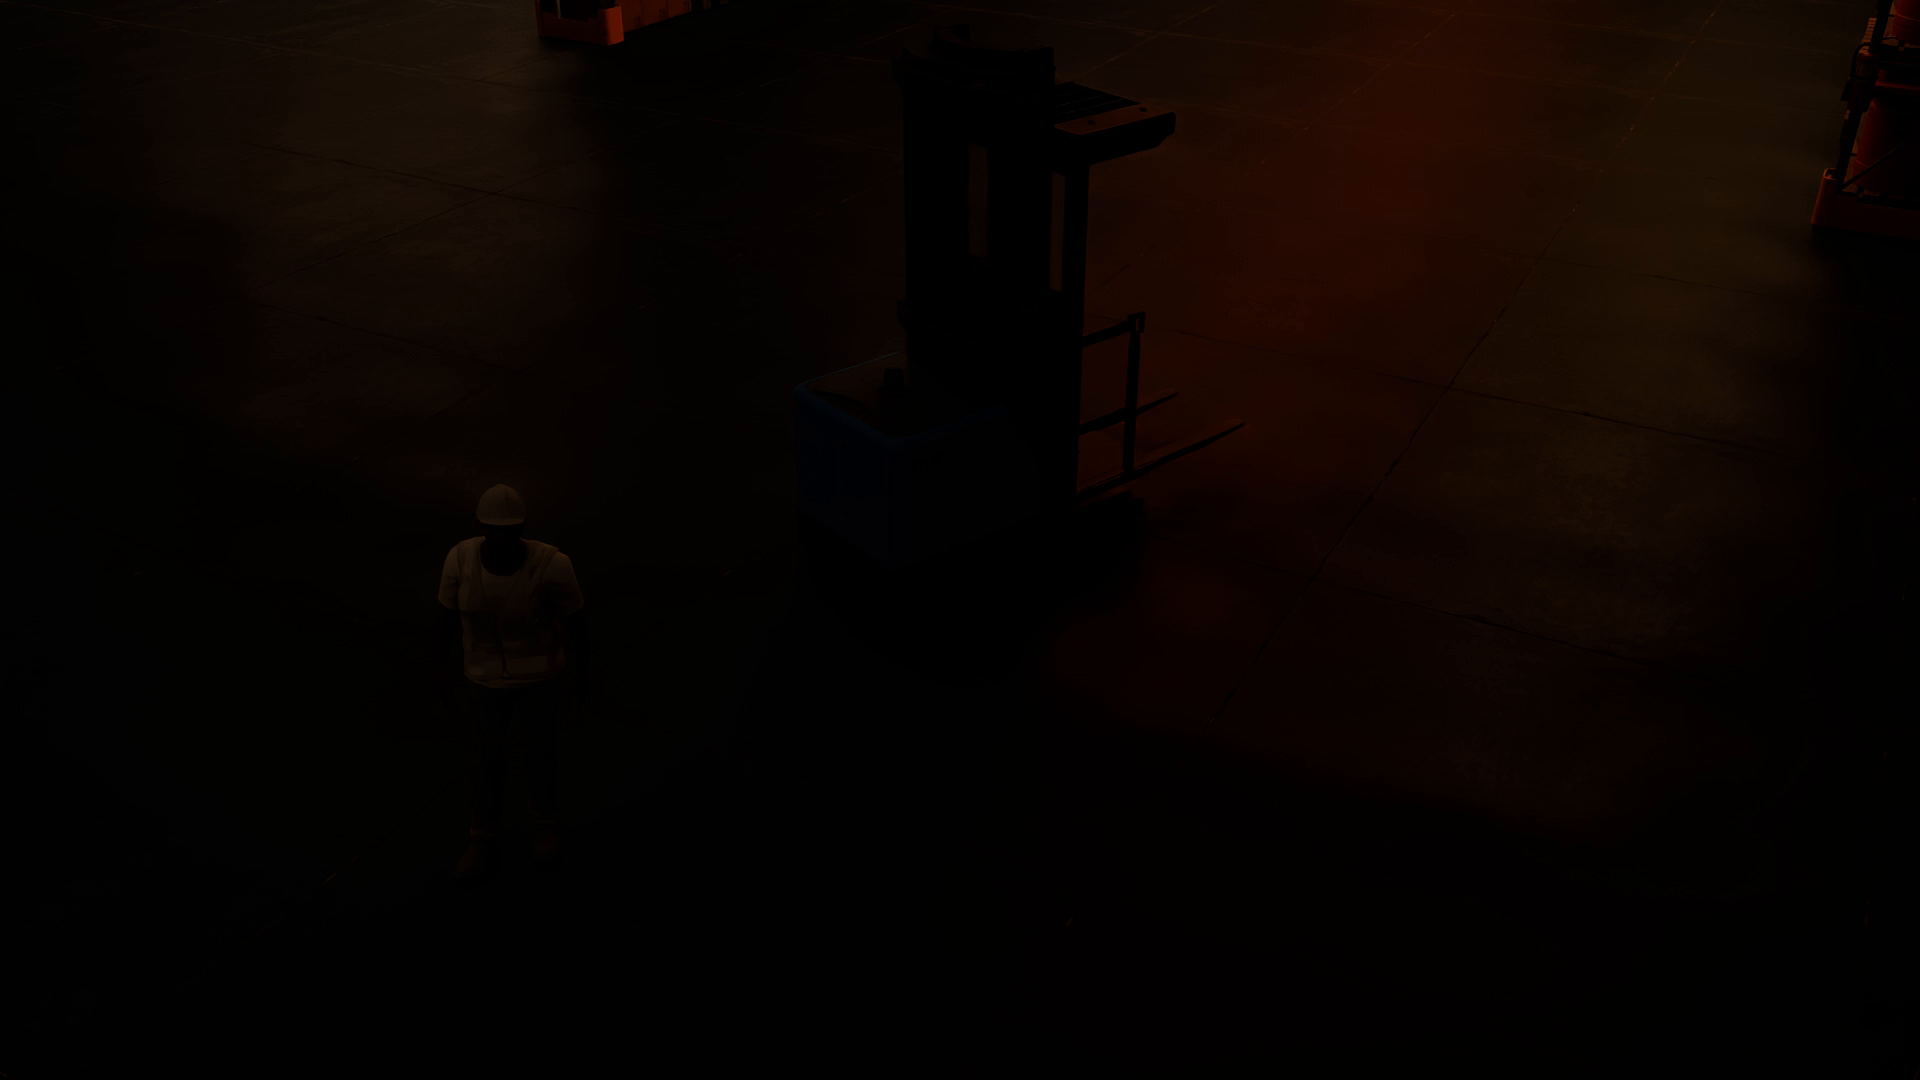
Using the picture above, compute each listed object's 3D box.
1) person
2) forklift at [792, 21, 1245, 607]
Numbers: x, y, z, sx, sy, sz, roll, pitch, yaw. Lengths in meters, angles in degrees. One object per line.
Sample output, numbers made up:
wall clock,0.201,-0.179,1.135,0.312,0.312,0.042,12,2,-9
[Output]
person,-1.936,0.612,7.162,0.669,1.767,0.572,-1,30,-1
forklift,0.492,-1.497,9.664,3.031,2.935,1.130,-22,37,-34
